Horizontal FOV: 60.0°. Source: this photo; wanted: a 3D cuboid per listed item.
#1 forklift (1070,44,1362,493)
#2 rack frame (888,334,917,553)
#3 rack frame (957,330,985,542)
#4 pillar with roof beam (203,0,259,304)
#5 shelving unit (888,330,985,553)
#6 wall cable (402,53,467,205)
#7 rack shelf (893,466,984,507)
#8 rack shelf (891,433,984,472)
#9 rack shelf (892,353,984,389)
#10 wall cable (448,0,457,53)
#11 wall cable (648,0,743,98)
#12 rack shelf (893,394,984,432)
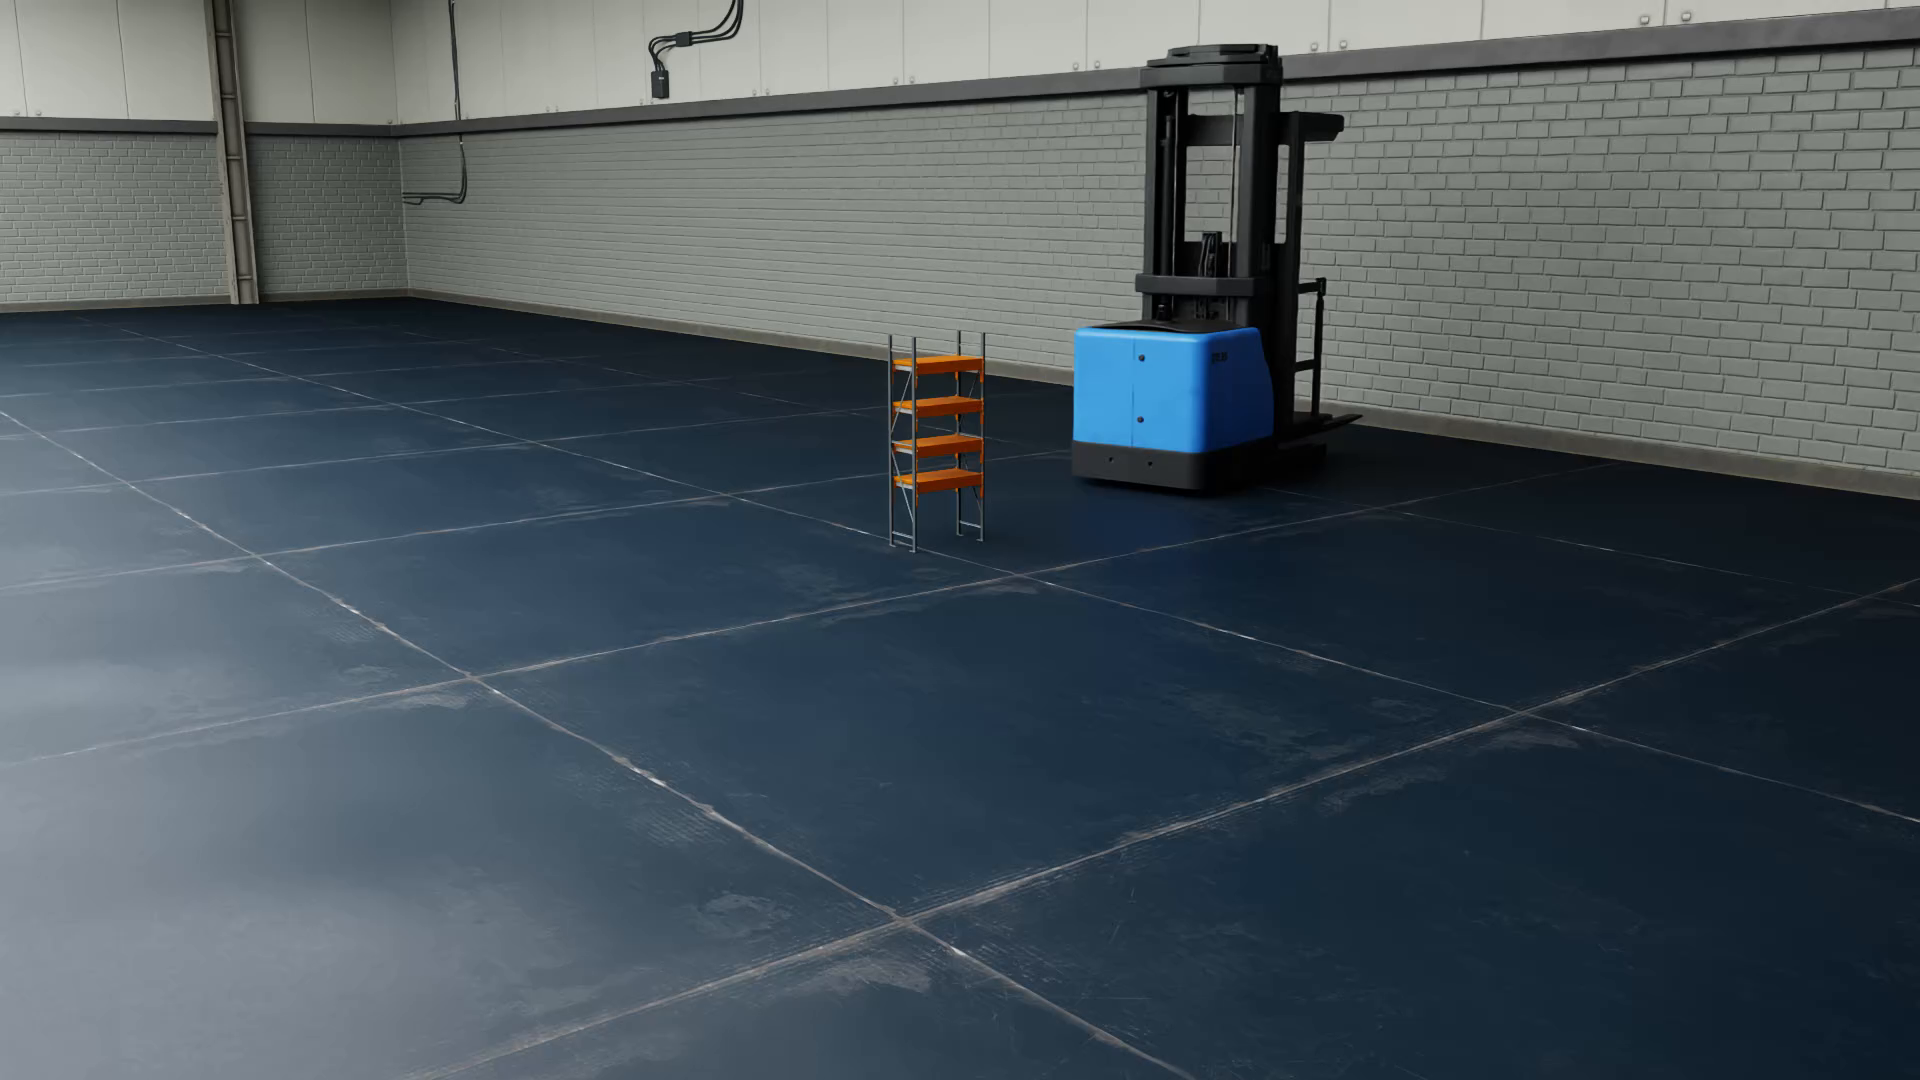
[{"bbox_3d":[2.036,-1.999,11.984,1.130,2.935,3.031,9,15,35],"label":"forklift"},{"bbox_3d":[-0.320,-0.534,9.254,0.015,1.200,0.240,-9,15,-38],"label":"rack frame"},{"bbox_3d":[0.061,-0.597,9.552,0.015,1.200,0.240,-9,15,-38],"label":"rack frame"},{"bbox_3d":[-9.851,-7.852,24.944,0.400,9.000,9.100,-9,15,-38],"label":"pillar with roof beam"},{"bbox_3d":[-0.129,-0.565,9.403,0.503,1.200,0.258,-9,15,-38],"label":"shelving unit"},{"bbox_3d":[-9.414,-7.200,29.345,0.112,2.526,3.097,-9,15,-38],"label":"wall cable"},{"bbox_3d":[-0.129,-0.305,9.458,0.480,0.148,0.258,-9,15,-38],"label":"rack shelf"},{"bbox_3d":[-0.129,-0.500,9.417,0.480,0.148,0.258,-9,15,-38],"label":"rack shelf"},{"bbox_3d":[-0.129,-0.950,9.321,0.480,0.148,0.258,-9,15,-38],"label":"rack shelf"},{"bbox_3d":[-7.724,-9.231,26.754,0.112,2.526,3.097,-9,15,-38],"label":"wall cable"},{"bbox_3d":[-3.496,-8.840,21.408,0.169,6.003,2.305,-9,15,-38],"label":"wall cable"},{"bbox_3d":[-0.129,-0.718,9.370,0.480,0.148,0.258,-9,15,-38],"label":"rack shelf"}]
